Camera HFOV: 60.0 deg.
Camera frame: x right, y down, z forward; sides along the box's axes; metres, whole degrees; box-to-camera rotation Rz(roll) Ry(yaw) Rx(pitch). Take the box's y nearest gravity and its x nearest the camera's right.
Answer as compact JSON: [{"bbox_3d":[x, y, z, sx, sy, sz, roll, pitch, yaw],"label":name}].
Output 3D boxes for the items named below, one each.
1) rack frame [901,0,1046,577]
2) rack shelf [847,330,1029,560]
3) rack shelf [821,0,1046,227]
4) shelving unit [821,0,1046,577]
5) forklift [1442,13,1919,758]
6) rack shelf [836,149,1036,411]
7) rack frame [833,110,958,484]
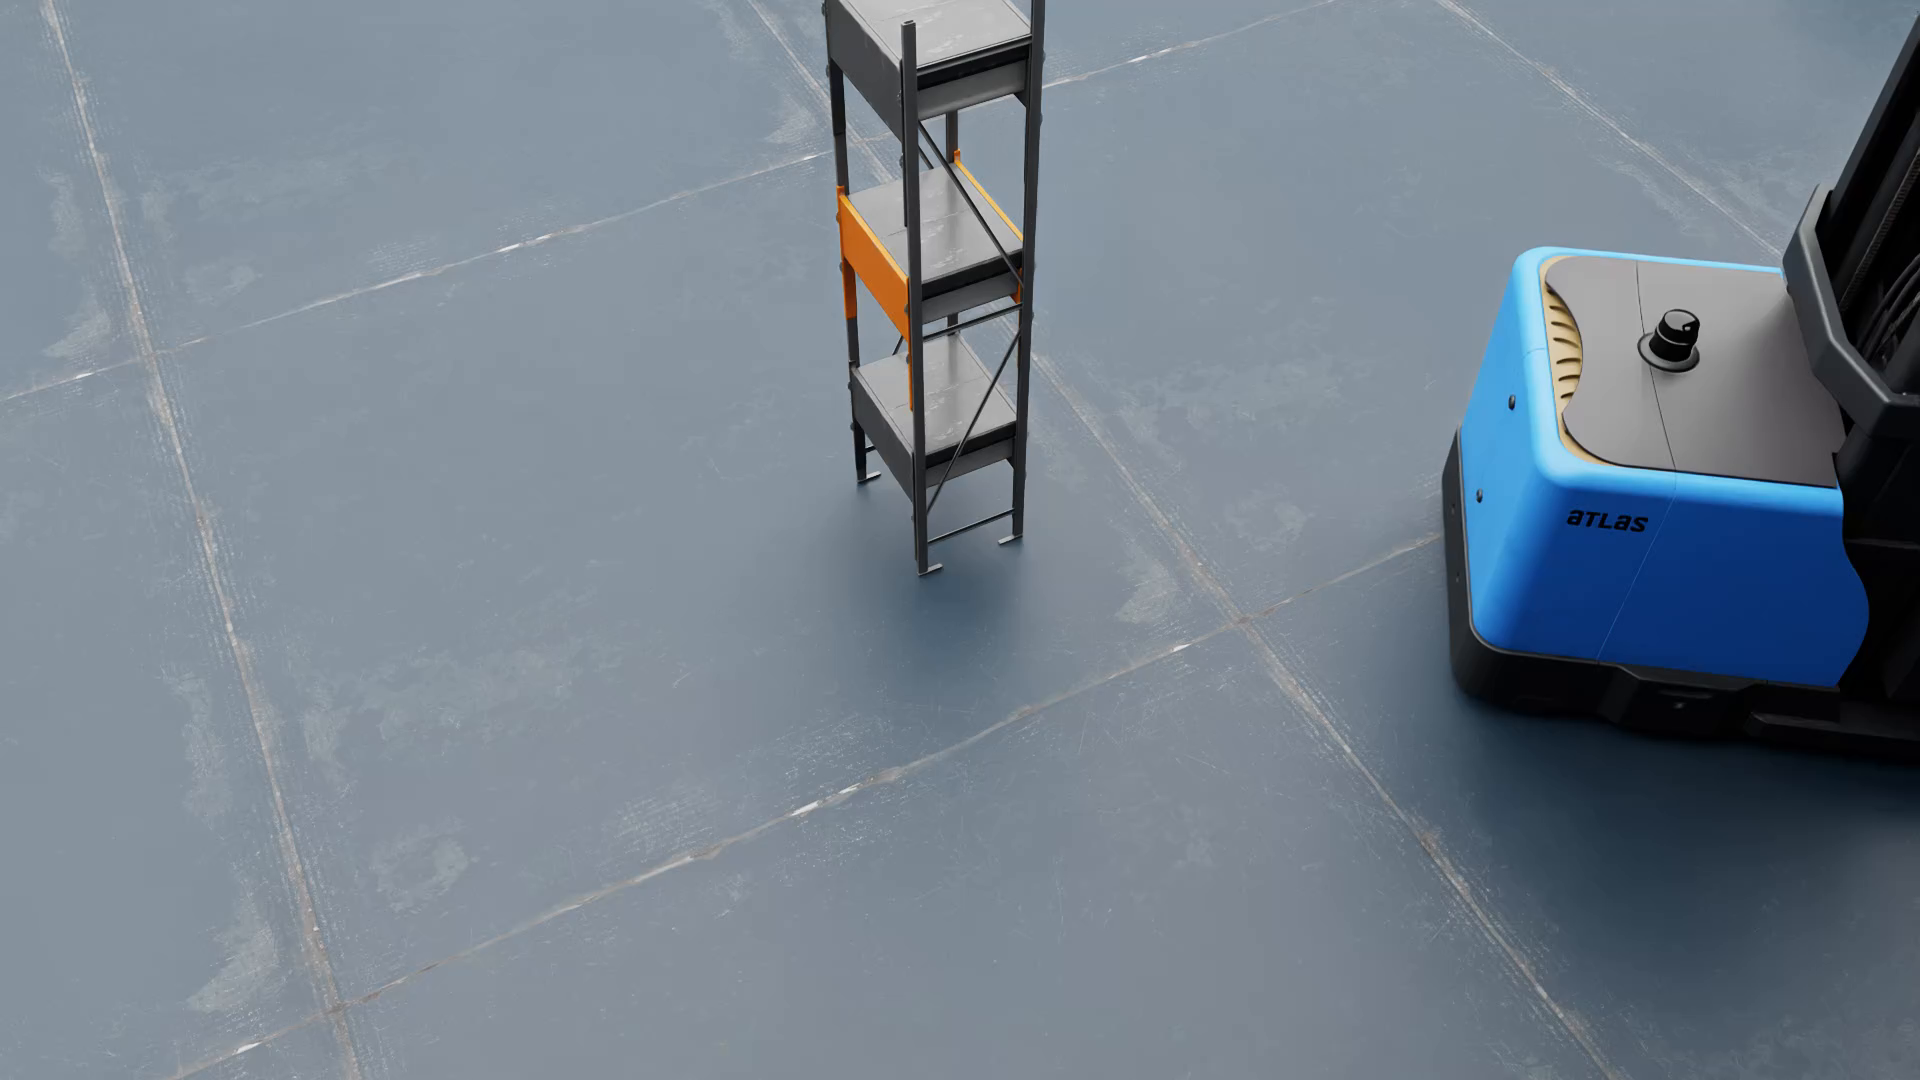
[{"bbox_3d":[0.036,-0.639,4.914,0.400,2.100,0.015,-21,52,-18],"label":"rack frame"},{"bbox_3d":[-0.076,-0.332,5.594,0.431,0.518,0.480,-21,52,-18],"label":"rack shelf"},{"bbox_3d":[-0.076,-1.254,4.540,0.431,0.518,0.480,-21,52,-18],"label":"rack shelf"},{"bbox_3d":[-0.076,-0.802,5.057,0.431,2.100,0.503,-21,52,-18],"label":"shelving unit"},{"bbox_3d":[3.127,-0.649,4.371,3.031,2.935,1.130,6,49,6],"label":"forklift"},{"bbox_3d":[-0.076,-0.793,5.067,0.431,0.518,0.480,-21,52,-18],"label":"rack shelf"},{"bbox_3d":[-0.187,-0.965,5.199,0.400,2.100,0.015,-21,52,-18],"label":"rack frame"}]
